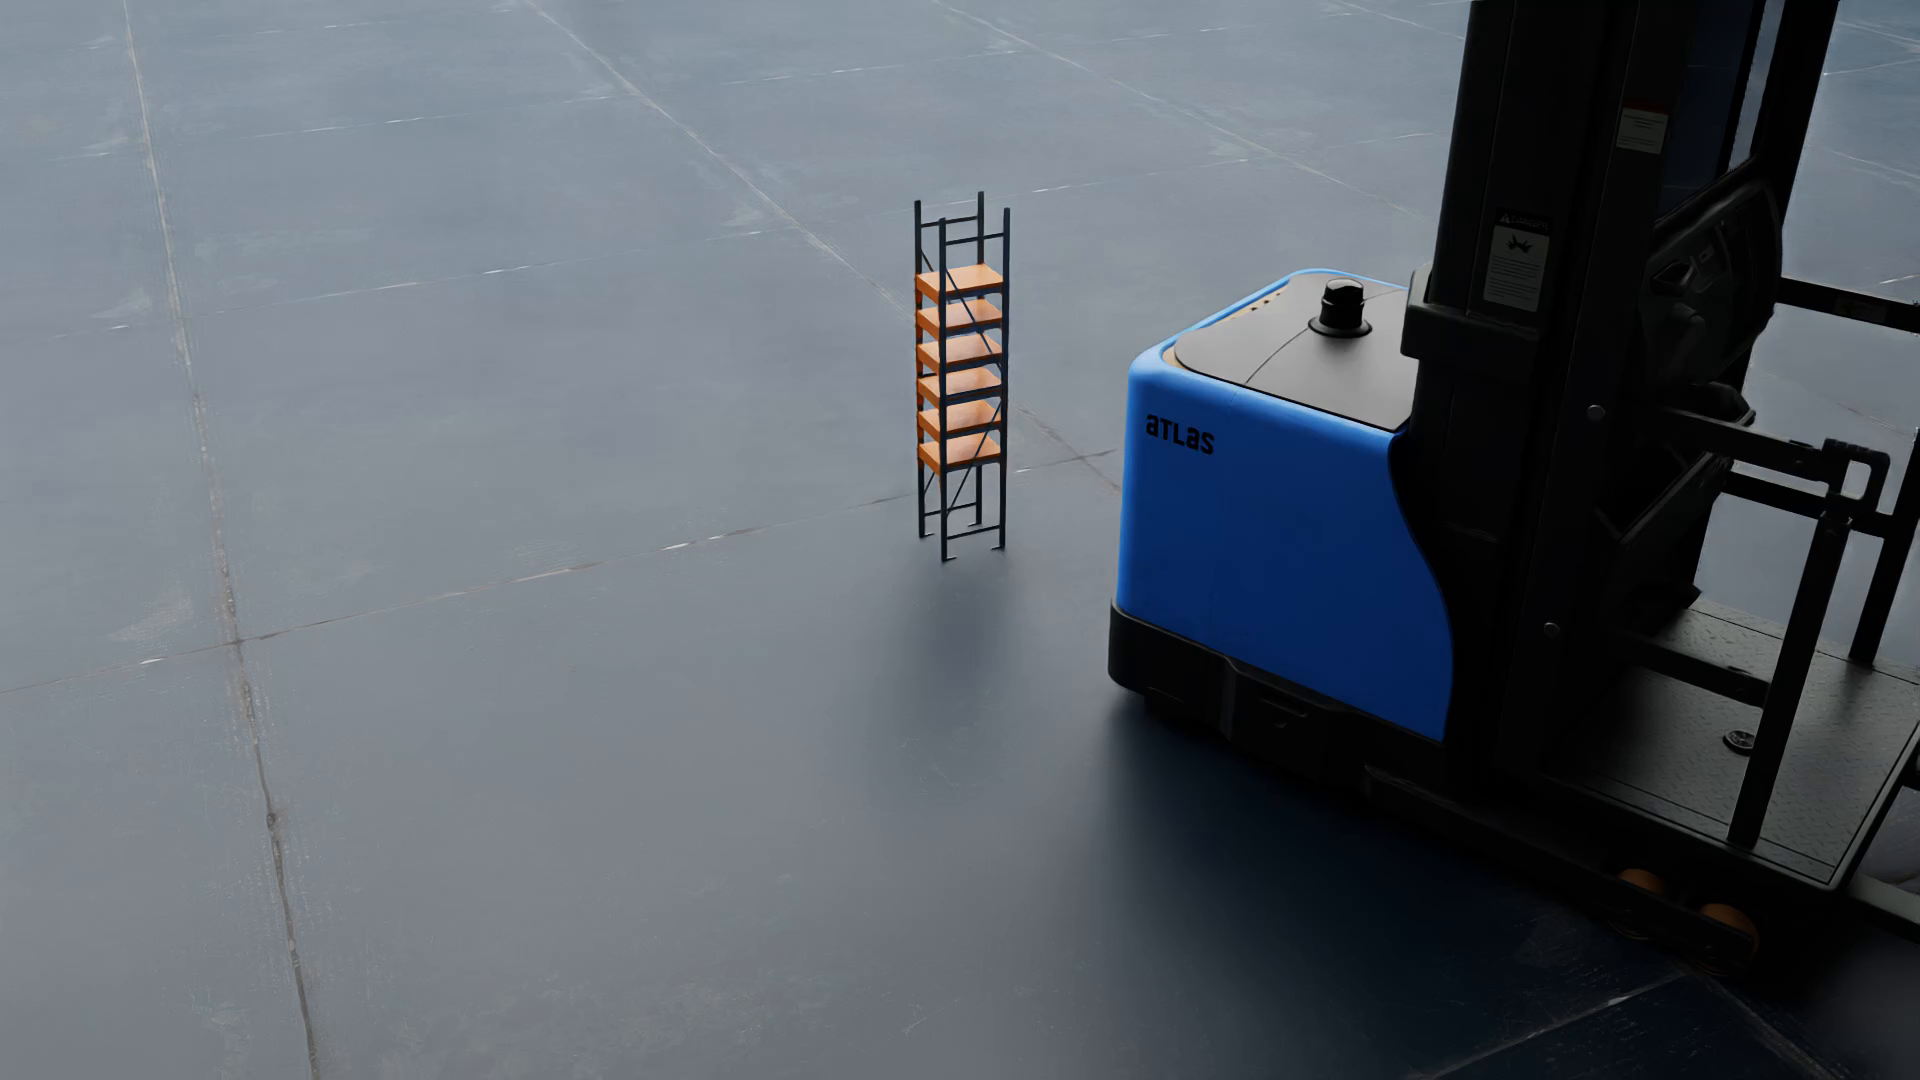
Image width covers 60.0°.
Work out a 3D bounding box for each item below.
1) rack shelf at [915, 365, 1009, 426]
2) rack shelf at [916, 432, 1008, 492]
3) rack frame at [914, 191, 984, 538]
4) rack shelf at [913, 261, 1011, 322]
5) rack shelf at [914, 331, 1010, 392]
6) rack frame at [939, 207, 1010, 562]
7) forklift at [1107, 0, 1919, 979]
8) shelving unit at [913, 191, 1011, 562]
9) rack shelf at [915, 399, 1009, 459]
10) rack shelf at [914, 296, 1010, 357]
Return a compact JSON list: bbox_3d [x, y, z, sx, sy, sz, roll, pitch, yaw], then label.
[{"bbox_3d":[0.006,-0.478,5.467,0.258,0.103,0.180,-13,32,-22],"label":"rack shelf"},{"bbox_3d":[0.006,-0.269,5.584,0.258,0.103,0.180,-13,32,-22],"label":"rack shelf"},{"bbox_3d":[-0.033,-0.557,5.517,0.240,1.200,0.006,-13,32,-22],"label":"rack frame"},{"bbox_3d":[0.006,-0.792,5.291,0.258,0.103,0.180,-13,32,-22],"label":"rack shelf"},{"bbox_3d":[0.006,-0.583,5.408,0.258,0.103,0.180,-13,32,-22],"label":"rack shelf"},{"bbox_3d":[0.046,-0.477,5.373,0.240,1.200,0.006,-13,32,-22],"label":"rack frame"},{"bbox_3d":[1.892,-0.545,3.725,3.031,2.935,1.130,22,36,34],"label":"forklift"},{"bbox_3d":[0.006,-0.517,5.445,0.258,1.200,0.189,-13,32,-22],"label":"shelving unit"},{"bbox_3d":[0.006,-0.374,5.526,0.258,0.103,0.180,-13,32,-22],"label":"rack shelf"},{"bbox_3d":[0.006,-0.688,5.349,0.258,0.103,0.180,-13,32,-22],"label":"rack shelf"}]
